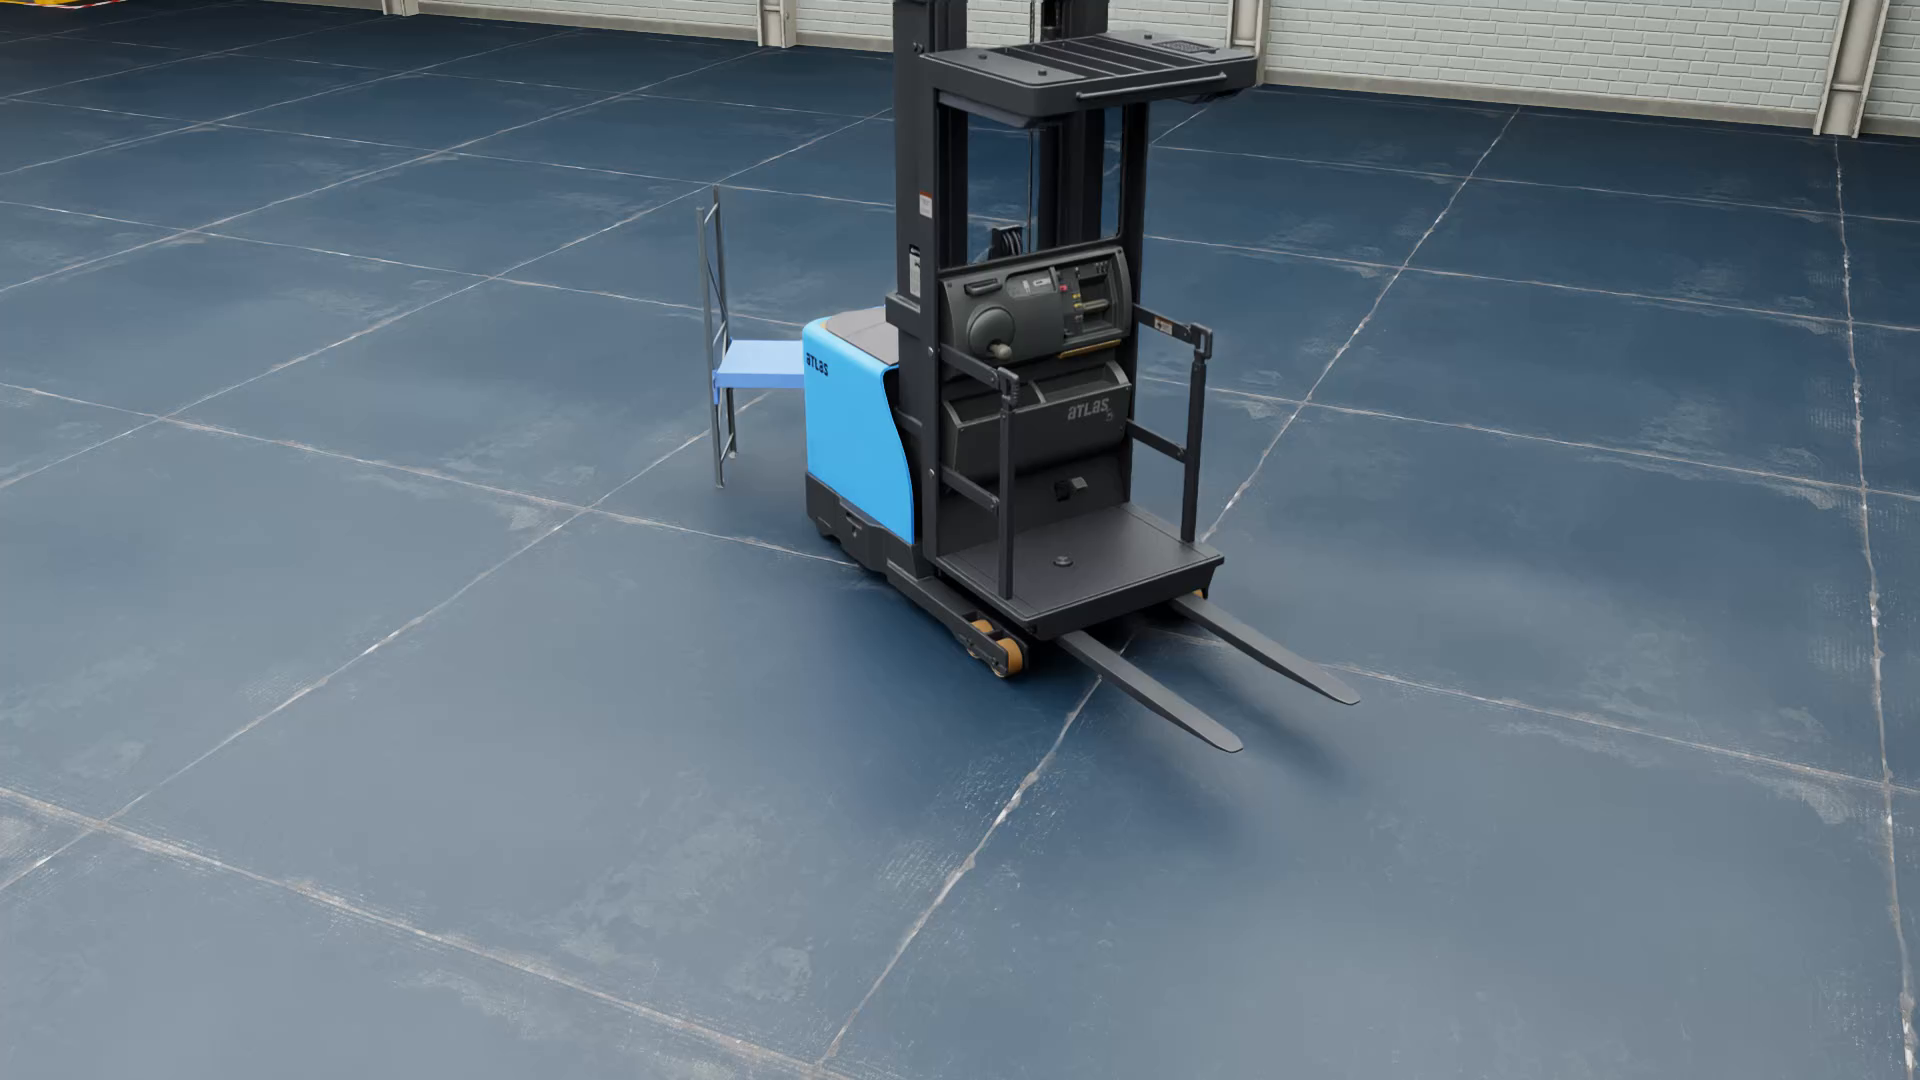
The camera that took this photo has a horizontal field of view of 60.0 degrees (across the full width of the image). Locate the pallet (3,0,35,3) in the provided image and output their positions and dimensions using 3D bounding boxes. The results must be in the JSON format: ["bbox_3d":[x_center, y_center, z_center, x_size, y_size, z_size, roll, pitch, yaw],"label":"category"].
[{"bbox_3d":[-13.663,-8.133,24.530,1.213,0.211,1.003,11,28,22],"label":"pallet"}]

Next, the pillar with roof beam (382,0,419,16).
[{"bbox_3d":[-9.530,-9.614,17.590,0.400,9.000,9.100,11,28,22],"label":"pillar with roof beam"}]

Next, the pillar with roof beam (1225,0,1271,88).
[{"bbox_3d":[1.393,-7.420,13.133,0.400,9.000,9.100,11,28,22],"label":"pillar with roof beam"}]

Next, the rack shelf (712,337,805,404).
[{"bbox_3d":[-0.760,-0.888,8.762,1.000,0.185,0.538,1,26,2],"label":"rack shelf"}]

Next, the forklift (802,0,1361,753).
[{"bbox_3d":[0.457,-0.969,6.900,1.130,2.935,3.031,-16,30,-29],"label":"forklift"}]

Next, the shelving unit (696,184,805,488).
[{"bbox_3d":[-0.760,-1.049,8.683,1.048,1.500,0.538,1,26,2],"label":"shelving unit"}]

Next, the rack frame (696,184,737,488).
[{"bbox_3d":[-1.268,-1.058,8.701,0.032,1.500,0.500,1,26,2],"label":"rack frame"}]

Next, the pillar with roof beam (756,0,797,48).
[{"bbox_3d":[-4.069,-8.517,15.361,0.400,9.000,9.100,11,28,22],"label":"pillar with roof beam"}]

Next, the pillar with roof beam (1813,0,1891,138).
[{"bbox_3d":[6.855,-6.323,10.905,0.400,9.000,9.100,11,28,22],"label":"pillar with roof beam"}]

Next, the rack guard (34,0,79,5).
[{"bbox_3d":[-12.928,-8.135,24.207,0.348,0.500,1.175,11,28,22],"label":"rack guard"}]
